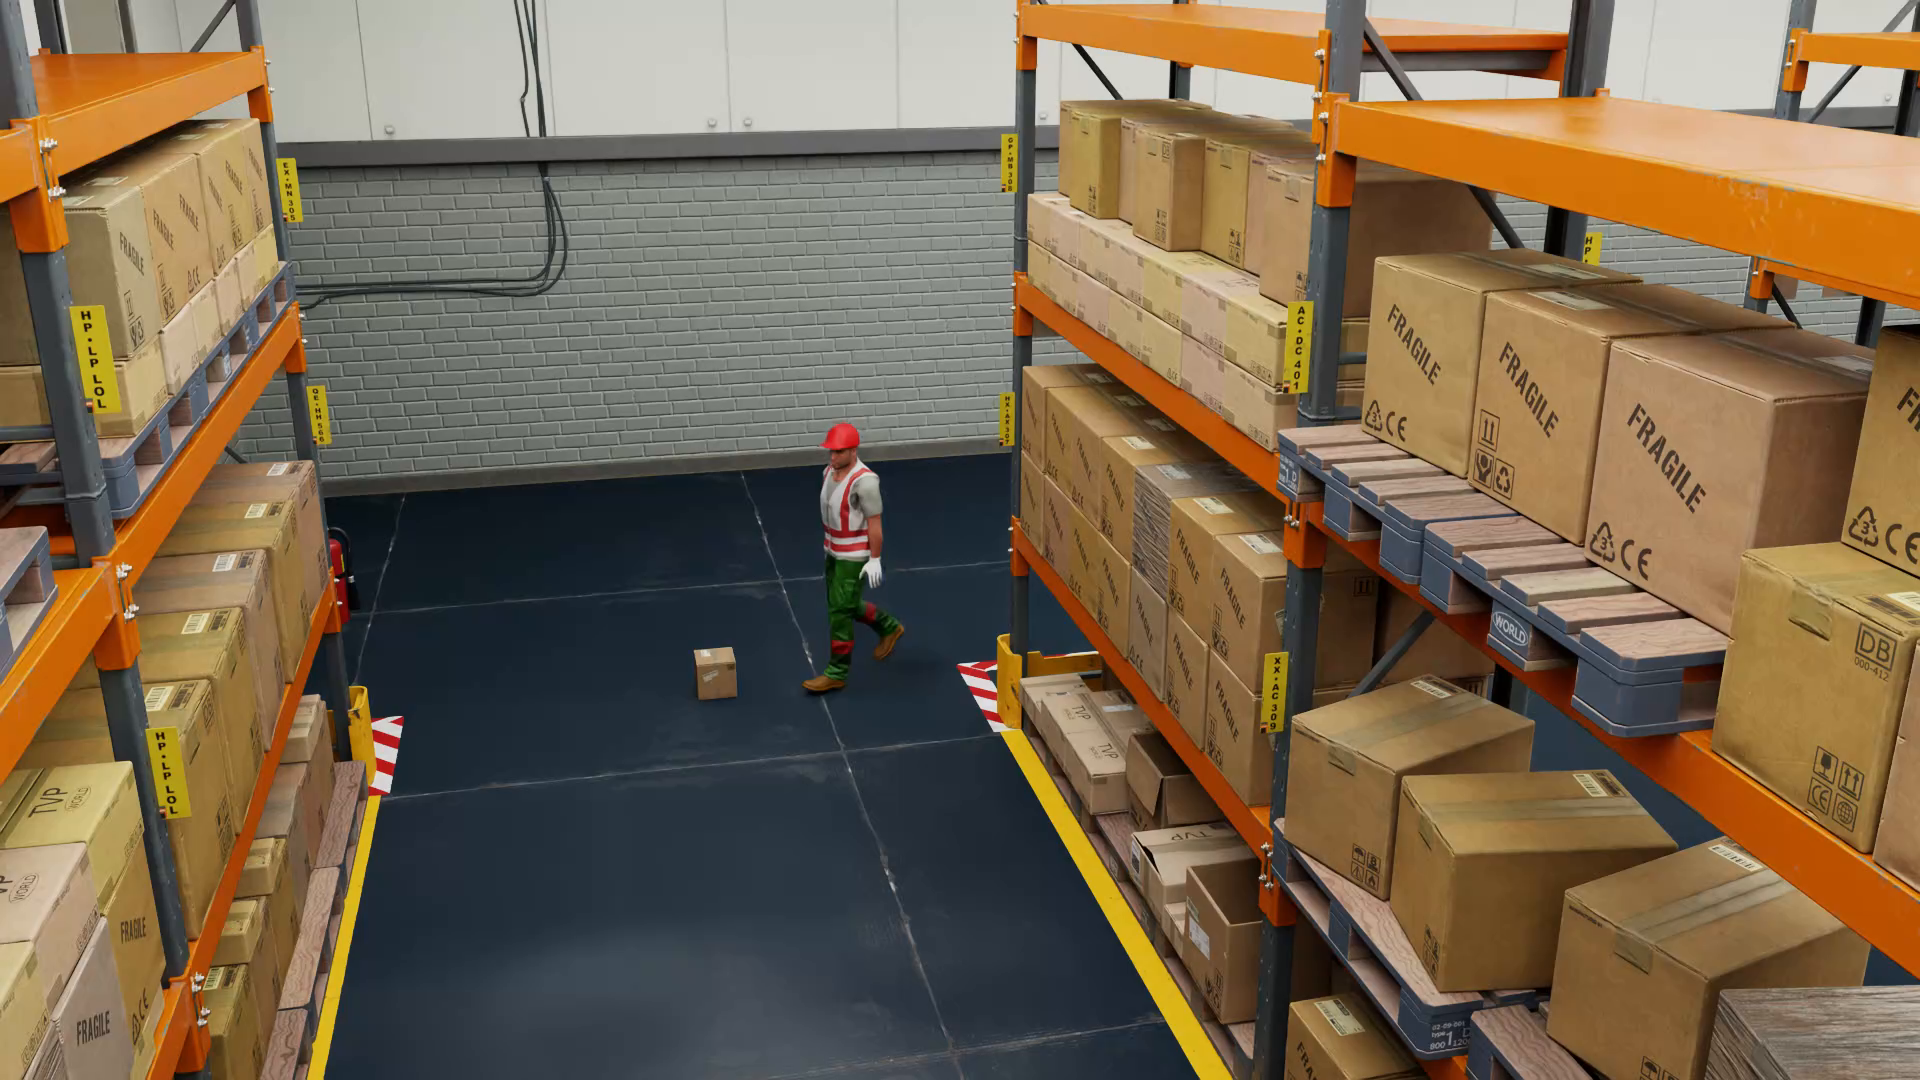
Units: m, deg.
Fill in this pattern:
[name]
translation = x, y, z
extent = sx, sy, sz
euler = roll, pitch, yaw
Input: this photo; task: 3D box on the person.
[person]
translation = -0.699, 0.080, 10.816
extent = 0.835, 1.777, 0.581
euler = -11, 22, -28
